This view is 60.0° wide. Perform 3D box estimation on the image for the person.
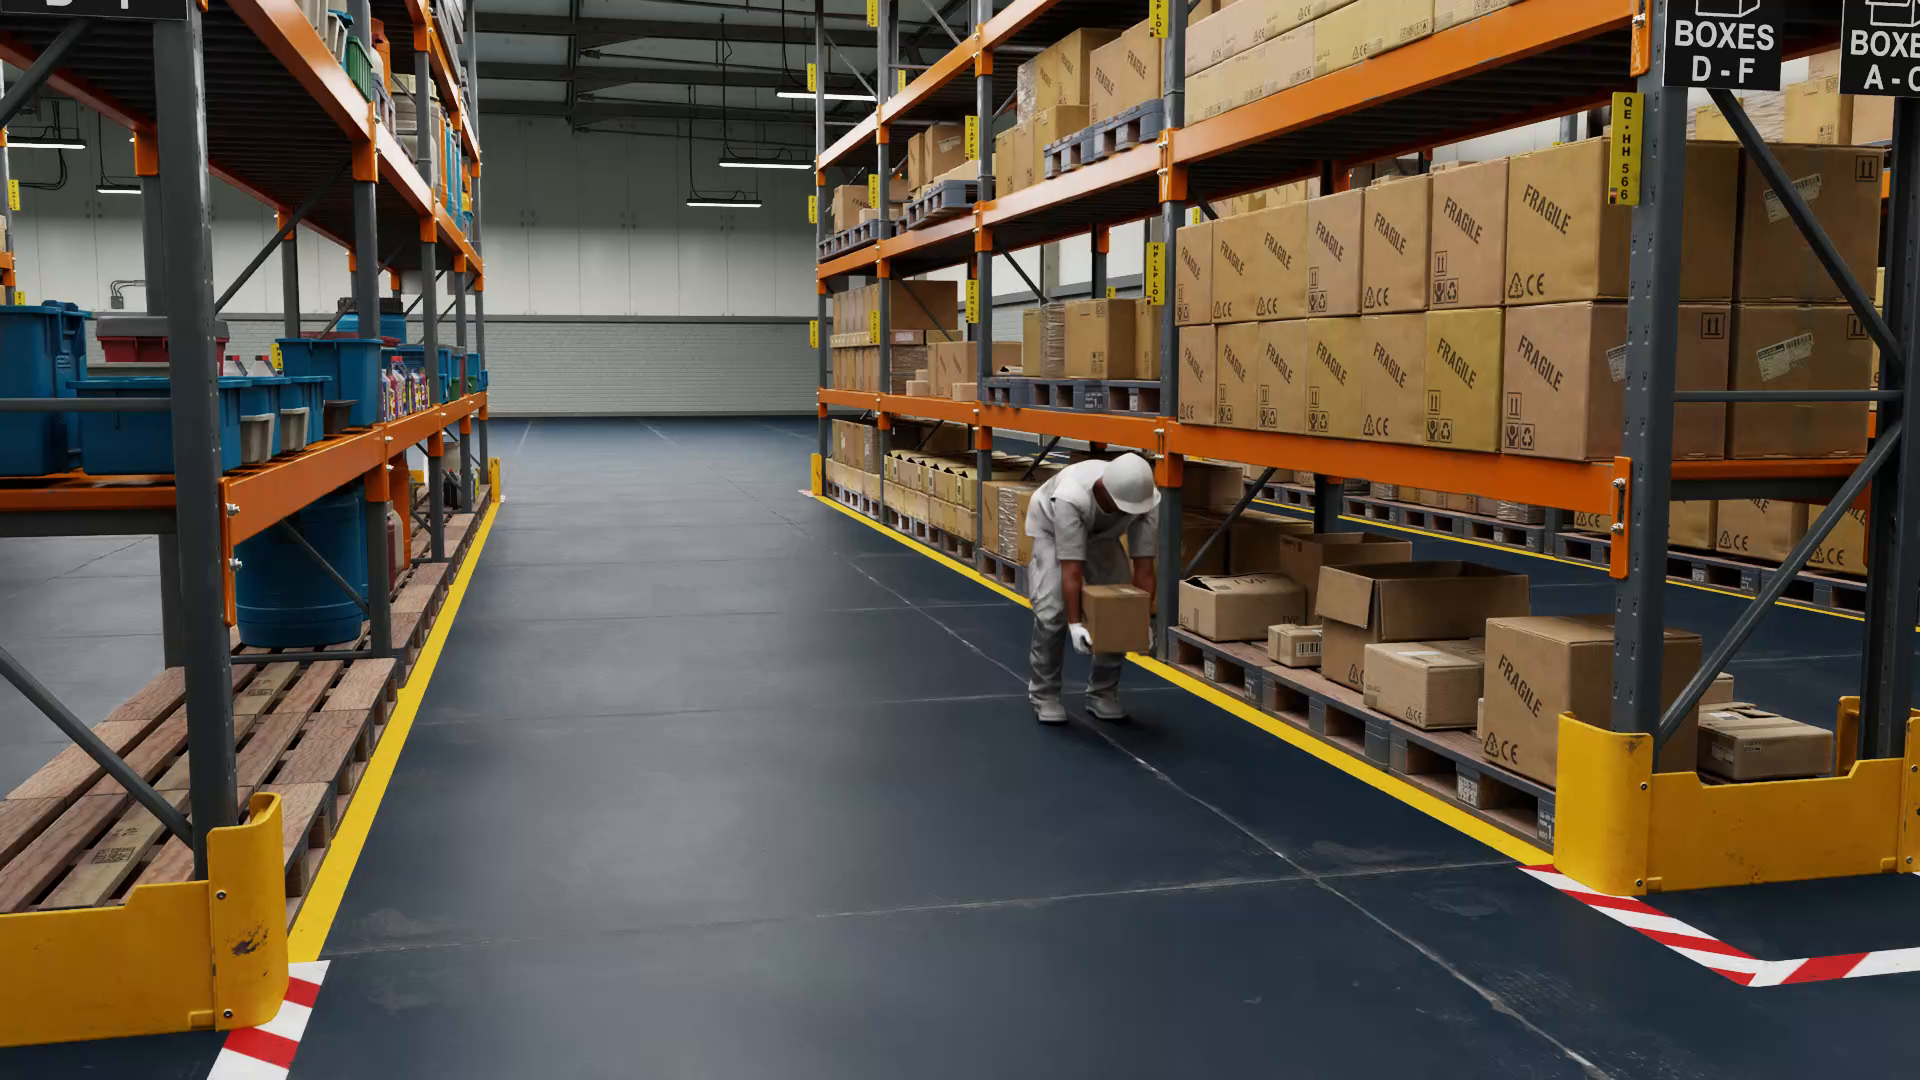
[{"bbox_3d":[0.603,0.216,7.339,0.516,1.238,0.954,-2,6,-16],"label":"person"}]
